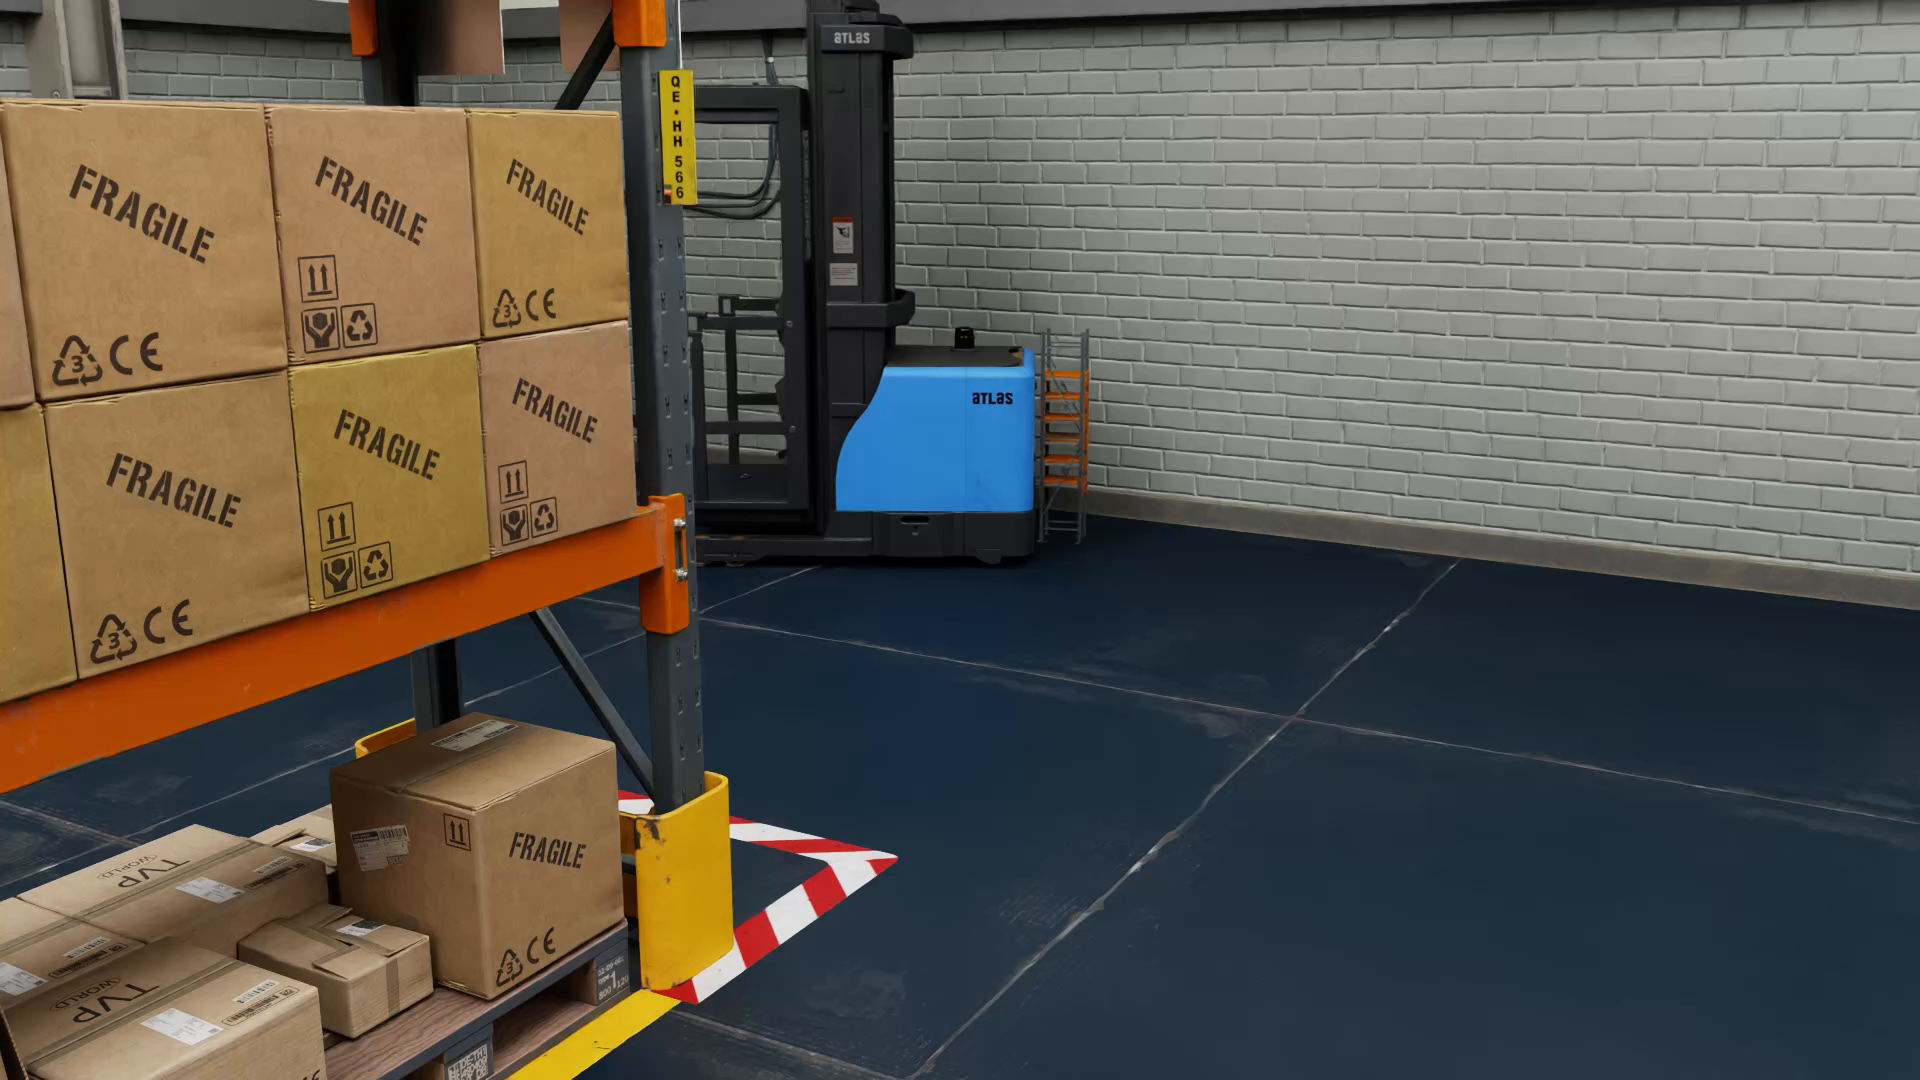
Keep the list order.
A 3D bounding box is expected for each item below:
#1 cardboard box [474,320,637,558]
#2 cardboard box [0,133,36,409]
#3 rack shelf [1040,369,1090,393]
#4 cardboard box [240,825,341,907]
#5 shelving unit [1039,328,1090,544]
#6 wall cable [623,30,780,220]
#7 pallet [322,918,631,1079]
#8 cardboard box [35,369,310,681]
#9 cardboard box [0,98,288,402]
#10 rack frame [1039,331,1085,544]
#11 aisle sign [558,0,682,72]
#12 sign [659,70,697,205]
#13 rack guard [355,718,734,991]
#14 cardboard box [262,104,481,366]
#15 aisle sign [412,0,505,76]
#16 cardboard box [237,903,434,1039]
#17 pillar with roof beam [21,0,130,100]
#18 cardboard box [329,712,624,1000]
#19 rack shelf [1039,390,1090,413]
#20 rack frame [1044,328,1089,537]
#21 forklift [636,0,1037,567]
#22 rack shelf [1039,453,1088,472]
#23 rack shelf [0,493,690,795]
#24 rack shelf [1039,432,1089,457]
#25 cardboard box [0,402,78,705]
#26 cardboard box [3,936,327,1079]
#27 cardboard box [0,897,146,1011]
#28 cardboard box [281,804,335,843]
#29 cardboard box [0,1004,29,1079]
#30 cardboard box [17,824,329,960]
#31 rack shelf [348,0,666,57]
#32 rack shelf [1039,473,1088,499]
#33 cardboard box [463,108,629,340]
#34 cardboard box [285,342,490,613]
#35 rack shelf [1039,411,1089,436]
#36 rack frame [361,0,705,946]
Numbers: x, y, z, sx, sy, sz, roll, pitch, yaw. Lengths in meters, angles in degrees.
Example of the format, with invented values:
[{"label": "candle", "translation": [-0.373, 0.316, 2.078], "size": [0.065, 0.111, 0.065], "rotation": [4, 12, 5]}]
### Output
[{"label": "cardboard box", "translation": [-1.157, -0.279, 4.079], "size": [0.500, 0.500, 0.500], "rotation": [8, 16, 30]}, {"label": "cardboard box", "translation": [-1.891, -0.450, 2.652], "size": [0.500, 0.500, 0.500], "rotation": [8, 16, 30]}, {"label": "rack shelf", "translation": [0.589, -0.893, 9.329], "size": [0.258, 0.103, 0.180], "rotation": [3, 14, 11]}, {"label": "cardboard box", "translation": [-1.803, 0.908, 4.472], "size": [0.380, 0.166, 0.250], "rotation": [7, 15, 28]}, {"label": "shelving unit", "translation": [0.589, -0.586, 9.403], "size": [0.258, 1.200, 0.189], "rotation": [3, 14, 11]}, {"label": "wall cable", "translation": [-2.470, -3.441, 11.230], "size": [3.097, 2.526, 0.112], "rotation": [7, 15, 28]}, {"label": "pallet", "translation": [-1.600, 1.182, 4.183], "size": [1.003, 0.211, 1.213], "rotation": [7, 15, 28]}, {"label": "cardboard box", "translation": [-1.651, -0.071, 3.213], "size": [0.500, 0.500, 0.500], "rotation": [8, 15, 28]}, {"label": "cardboard box", "translation": [-1.643, -0.555, 3.089], "size": [0.500, 0.500, 0.500], "rotation": [8, 16, 30]}, {"label": "rack frame", "translation": [0.571, -0.565, 9.316], "size": [0.240, 1.200, 0.006], "rotation": [3, 14, 11]}, {"label": "aisle sign", "translation": [-0.877, -1.597, 4.209], "size": [0.394, 0.787, 0.004], "rotation": [7, 15, 28]}, {"label": "sign", "translation": [-0.702, -1.003, 4.149], "size": [0.100, 0.325, 0.005], "rotation": [7, 15, 28]}, {"label": "rack guard", "translation": [-1.215, 0.877, 4.828], "size": [1.175, 0.500, 0.348], "rotation": [7, 15, 28]}, {"label": "cardboard box", "translation": [-1.397, -0.662, 3.532], "size": [0.500, 0.500, 0.500], "rotation": [8, 16, 30]}, {"label": "aisle sign", "translation": [-1.403, -1.664, 4.491], "size": [0.394, 0.787, 0.004], "rotation": [7, 15, 28]}, {"label": "cardboard box", "translation": [-1.500, 1.022, 3.999], "size": [0.380, 0.166, 0.250], "rotation": [7, 15, 28]}, {"label": "pillar with roof beam", "translation": [-1.200, -3.995, 6.902], "size": [9.100, 9.000, 0.400], "rotation": [7, 15, 28]}, {"label": "cardboard box", "translation": [-1.226, 0.787, 4.262], "size": [0.500, 0.500, 0.500], "rotation": [7, 15, 28]}, {"label": "rack shelf", "translation": [0.589, -0.776, 9.357], "size": [0.258, 0.103, 0.180], "rotation": [3, 14, 11]}, {"label": "rack frame", "translation": [0.608, -0.607, 9.490], "size": [0.240, 1.200, 0.006], "rotation": [3, 14, 11]}, {"label": "forklift", "translation": [-1.091, -1.403, 9.098], "size": [3.031, 2.935, 1.130], "rotation": [1, 14, 2]}, {"label": "rack shelf", "translation": [0.589, -0.426, 9.442], "size": [0.258, 0.103, 0.180], "rotation": [3, 14, 11]}, {"label": "rack shelf", "translation": [-2.145, 0.407, 2.982], "size": [1.077, 0.370, 4.000], "rotation": [7, 15, 28]}, {"label": "rack shelf", "translation": [0.589, -0.543, 9.414], "size": [0.258, 0.103, 0.180], "rotation": [3, 14, 11]}, {"label": "cardboard box", "translation": [-1.894, 0.033, 2.785], "size": [0.500, 0.500, 0.500], "rotation": [7, 15, 27]}, {"label": "cardboard box", "translation": [-1.711, 1.100, 3.497], "size": [0.500, 0.250, 0.500], "rotation": [7, 15, 28]}, {"label": "cardboard box", "translation": [-2.173, 1.054, 3.690], "size": [0.500, 0.250, 0.500], "rotation": [7, 15, 28]}, {"label": "cardboard box", "translation": [-1.682, 0.866, 4.687], "size": [0.380, 0.149, 0.250], "rotation": [7, 15, 28]}, {"label": "cardboard box", "translation": [-2.209, 1.081, 3.038], "size": [0.797, 0.503, 0.637], "rotation": [7, 15, 28]}, {"label": "cardboard box", "translation": [-1.932, 0.951, 4.115], "size": [0.500, 0.250, 0.500], "rotation": [7, 15, 28]}, {"label": "rack shelf", "translation": [-2.145, -1.052, 2.630], "size": [1.077, 0.370, 4.000], "rotation": [7, 15, 28]}, {"label": "rack shelf", "translation": [0.589, -0.309, 9.470], "size": [0.258, 0.103, 0.180], "rotation": [3, 14, 11]}, {"label": "cardboard box", "translation": [-1.153, -0.766, 3.962], "size": [0.500, 0.500, 0.500], "rotation": [7, 15, 28]}, {"label": "cardboard box", "translation": [-1.405, -0.172, 3.635], "size": [0.500, 0.500, 0.500], "rotation": [8, 15, 29]}, {"label": "rack shelf", "translation": [0.589, -0.659, 9.386], "size": [0.258, 0.103, 0.180], "rotation": [3, 14, 11]}, {"label": "rack frame", "translation": [-1.179, -0.353, 4.599], "size": [1.000, 3.000, 0.127], "rotation": [7, 15, 28]}]
